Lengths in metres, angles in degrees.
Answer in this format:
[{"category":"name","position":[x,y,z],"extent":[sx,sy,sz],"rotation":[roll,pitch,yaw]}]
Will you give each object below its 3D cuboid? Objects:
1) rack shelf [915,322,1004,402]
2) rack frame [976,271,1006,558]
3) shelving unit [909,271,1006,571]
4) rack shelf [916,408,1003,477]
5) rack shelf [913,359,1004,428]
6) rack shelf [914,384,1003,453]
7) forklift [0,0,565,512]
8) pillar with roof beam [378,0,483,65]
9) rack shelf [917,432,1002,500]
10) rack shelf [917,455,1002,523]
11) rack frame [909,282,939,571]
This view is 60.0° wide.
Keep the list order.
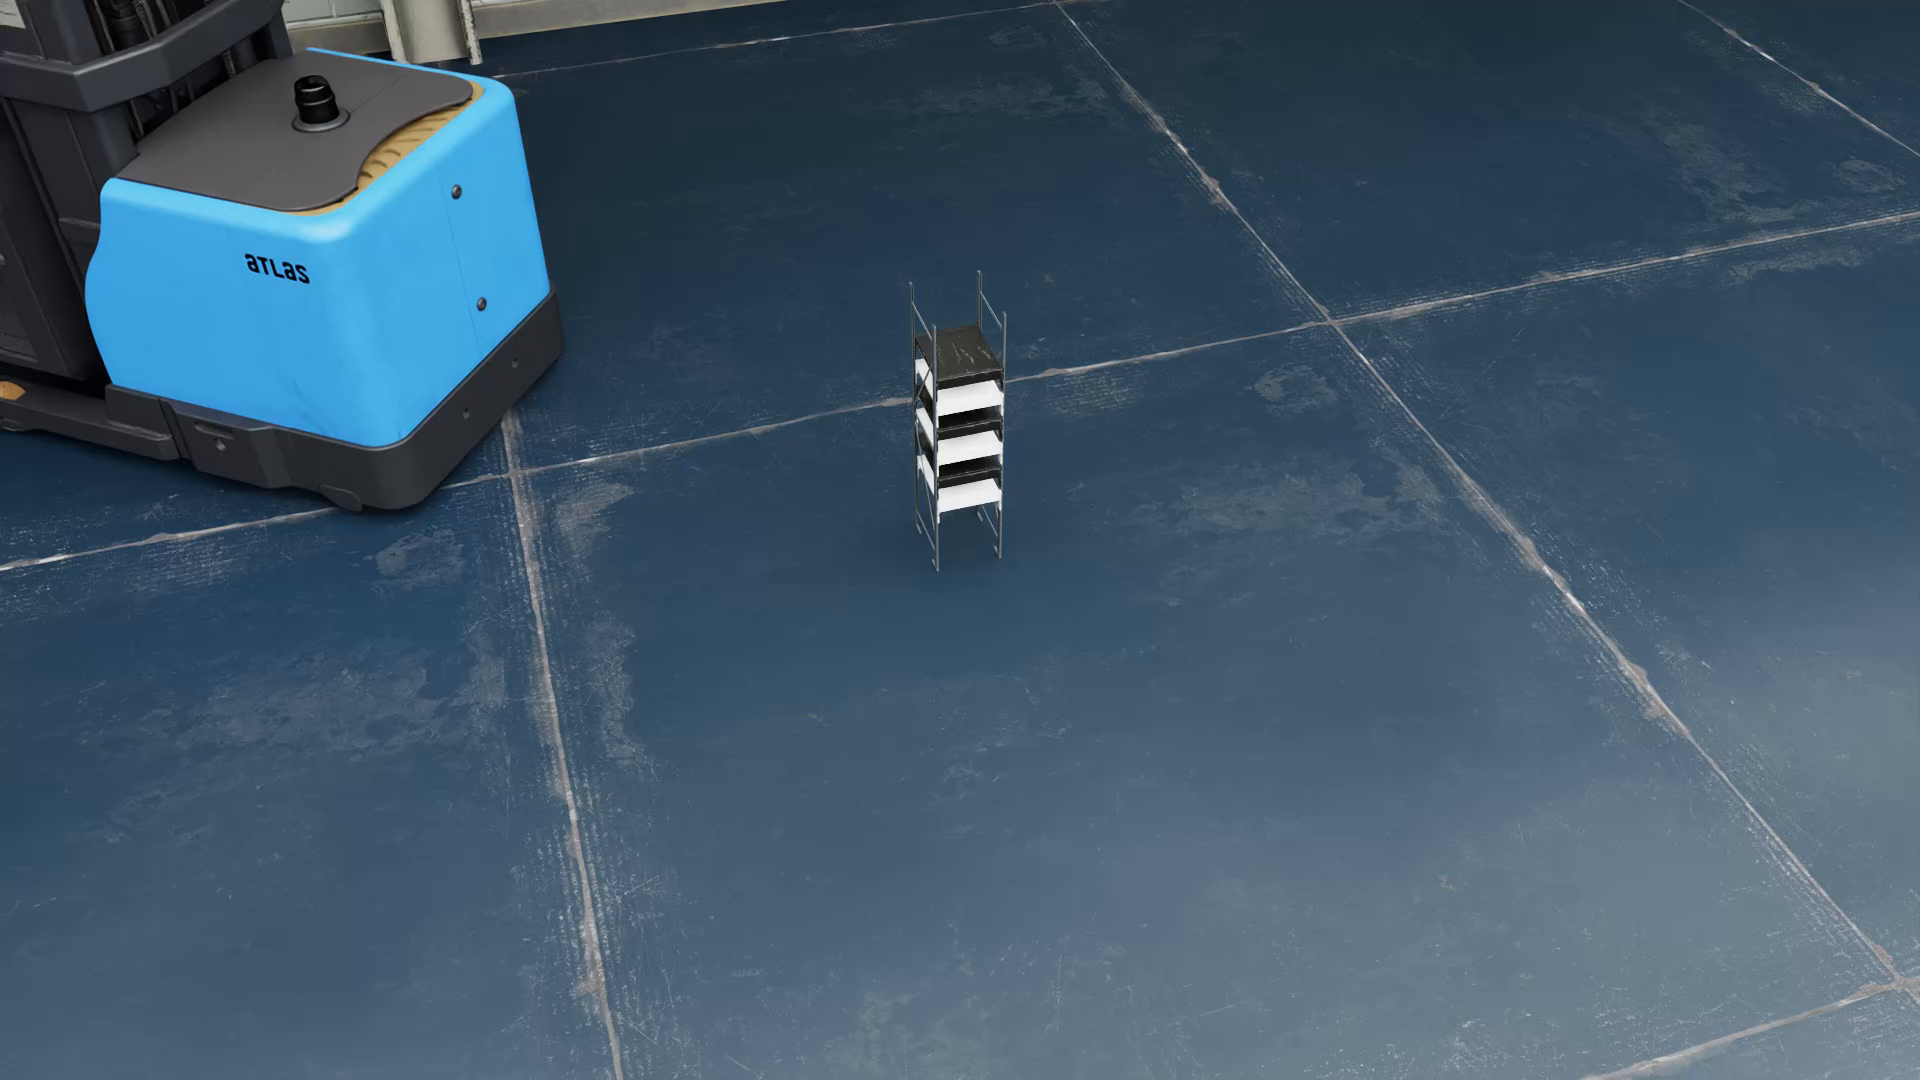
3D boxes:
[{"category":"rack shelf","position":[-0.008,-0.516,4.796],"extent":[0.200,0.077,0.258],"rotation":[-12,42,-13]},{"category":"rack frame","position":[0.089,-0.357,4.975],"extent":[0.006,0.900,0.240],"rotation":[-12,42,-13]},{"category":"shelving unit","position":[-0.008,-0.337,4.952],"extent":[0.210,0.900,0.258],"rotation":[-12,42,-13]},{"category":"rack shelf","position":[-0.008,-0.312,4.974],"extent":[0.200,0.077,0.258],"rotation":[-12,42,-13]},{"category":"rack shelf","position":[-0.008,-0.448,4.856],"extent":[0.200,0.077,0.258],"rotation":[-12,42,-13]},{"category":"rack shelf","position":[-0.008,-0.380,4.915],"extent":[0.200,0.077,0.258],"rotation":[-12,42,-13]},{"category":"forklift","position":[-2.980,-1.787,5.068],"extent":[3.031,2.935,1.130],"rotation":[13,43,15]},{"category":"pillar with roof beam","position":[-1.184,-2.985,1.827],"extent":[0.400,9.000,9.100],"rotation":[-12,42,-13]},{"category":"rack shelf","position":[-0.008,-0.244,5.033],"extent":[0.200,0.077,0.258],"rotation":[-12,42,-13]},{"category":"rack shelf","position":[-0.008,-0.177,5.092],"extent":[0.200,0.077,0.258],"rotation":[-12,42,-13]},{"category":"rack frame","position":[-0.105,-0.317,4.929],"extent":[0.006,0.900,0.240],"rotation":[-12,42,-13]}]
